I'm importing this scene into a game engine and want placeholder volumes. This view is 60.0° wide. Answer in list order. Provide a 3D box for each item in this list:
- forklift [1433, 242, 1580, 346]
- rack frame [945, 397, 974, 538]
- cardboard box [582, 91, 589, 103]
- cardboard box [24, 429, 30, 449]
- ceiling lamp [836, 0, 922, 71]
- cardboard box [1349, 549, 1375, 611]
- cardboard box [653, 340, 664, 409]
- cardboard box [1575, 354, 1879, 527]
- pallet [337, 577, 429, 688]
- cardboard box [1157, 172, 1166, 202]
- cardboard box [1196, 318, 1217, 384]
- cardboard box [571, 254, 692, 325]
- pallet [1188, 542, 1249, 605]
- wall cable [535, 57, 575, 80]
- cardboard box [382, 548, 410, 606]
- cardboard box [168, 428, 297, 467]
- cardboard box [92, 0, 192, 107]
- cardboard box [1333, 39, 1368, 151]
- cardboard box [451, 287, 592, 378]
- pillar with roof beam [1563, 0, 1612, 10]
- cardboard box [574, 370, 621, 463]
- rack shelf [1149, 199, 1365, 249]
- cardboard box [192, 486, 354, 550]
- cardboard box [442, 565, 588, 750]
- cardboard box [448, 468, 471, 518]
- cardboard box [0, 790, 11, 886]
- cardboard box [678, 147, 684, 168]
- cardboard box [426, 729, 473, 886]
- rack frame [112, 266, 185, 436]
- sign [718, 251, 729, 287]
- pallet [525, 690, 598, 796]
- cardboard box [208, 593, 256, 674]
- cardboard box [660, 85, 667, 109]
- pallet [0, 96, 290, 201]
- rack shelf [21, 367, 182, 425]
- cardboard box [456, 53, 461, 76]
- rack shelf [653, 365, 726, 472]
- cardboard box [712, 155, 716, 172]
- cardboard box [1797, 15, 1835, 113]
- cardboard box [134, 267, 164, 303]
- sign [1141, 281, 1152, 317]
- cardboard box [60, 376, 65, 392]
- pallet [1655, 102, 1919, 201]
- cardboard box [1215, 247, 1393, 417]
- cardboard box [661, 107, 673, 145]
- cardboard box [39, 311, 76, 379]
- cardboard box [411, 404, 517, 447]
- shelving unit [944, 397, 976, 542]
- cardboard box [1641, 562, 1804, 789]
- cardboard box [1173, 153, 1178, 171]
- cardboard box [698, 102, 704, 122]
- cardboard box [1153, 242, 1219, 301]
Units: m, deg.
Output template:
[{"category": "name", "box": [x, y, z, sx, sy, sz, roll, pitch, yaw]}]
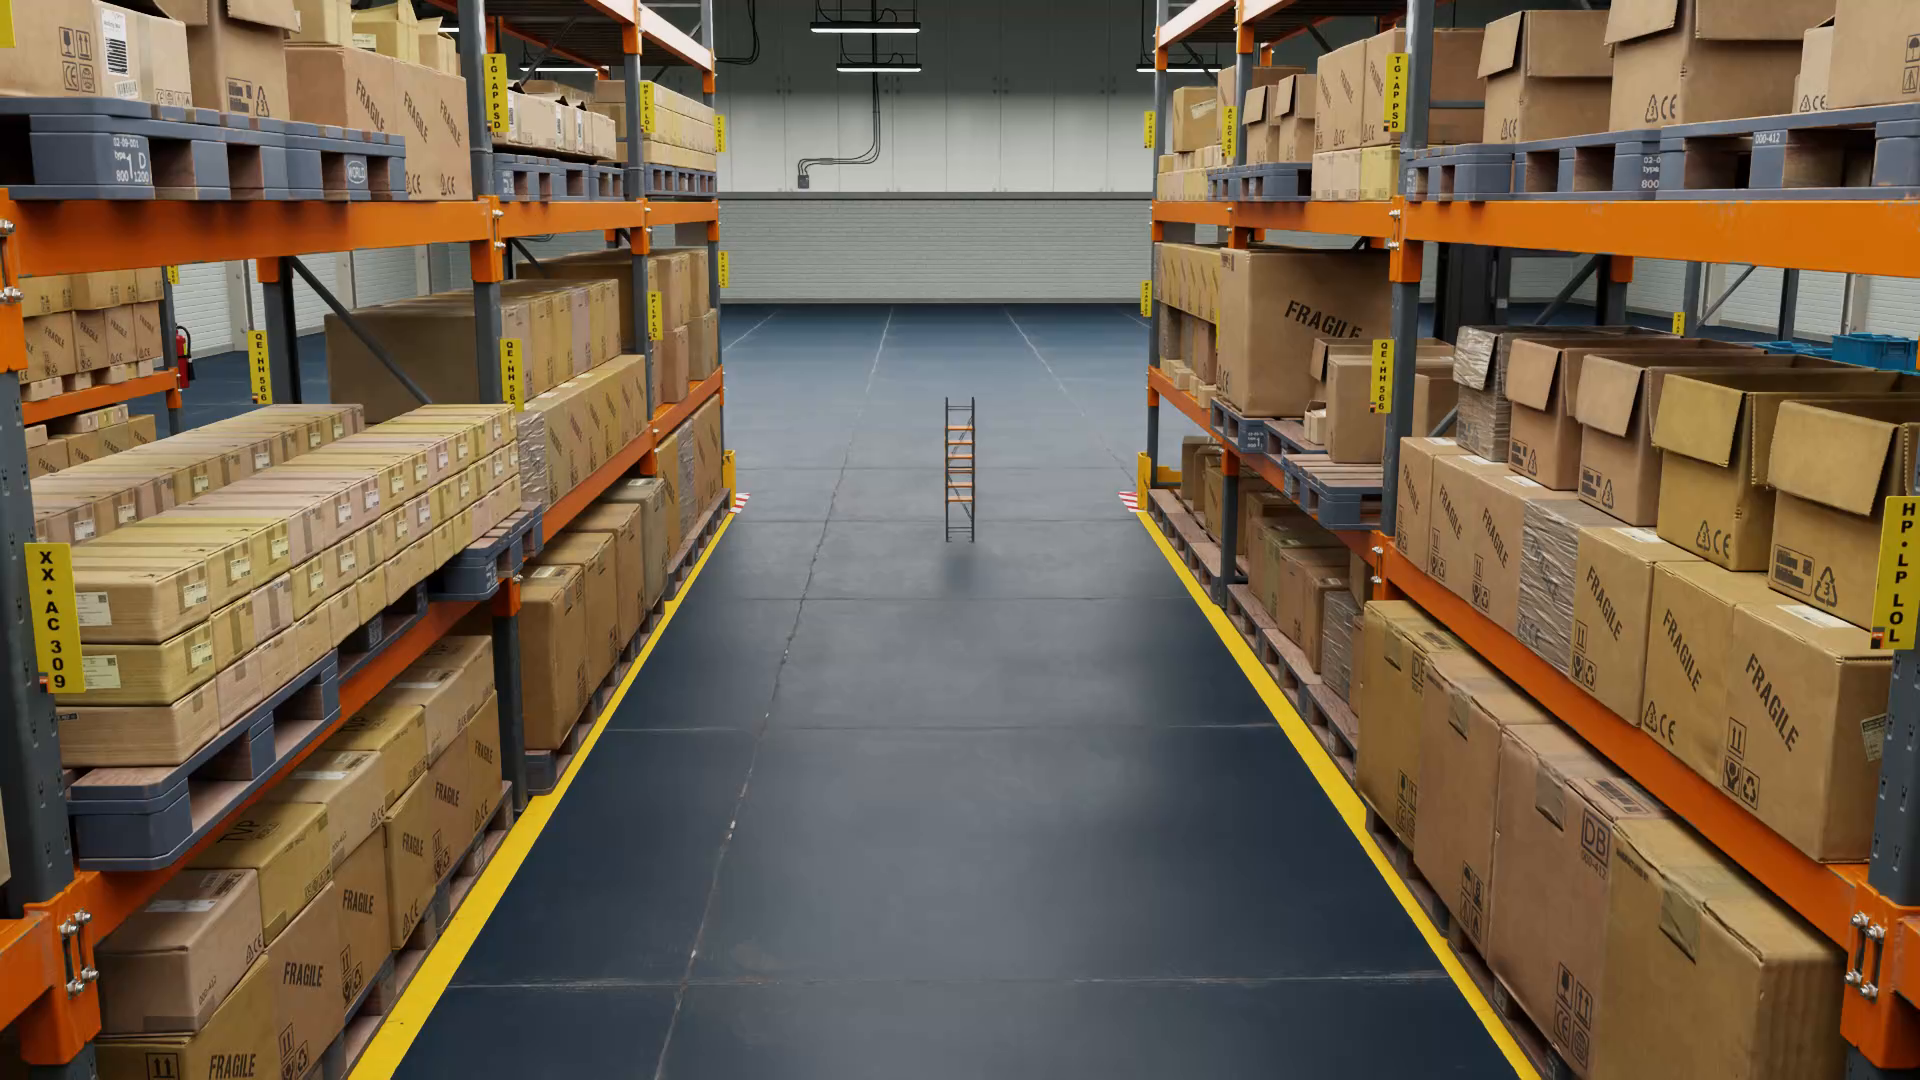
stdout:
[{"category": "forklift", "box": [5.182, -1.783, 15.475, 3.031, 2.935, 1.130, 2, 12, 8]}, {"category": "rack frame", "box": [-0.002, -0.609, 14.044, 0.240, 1.200, 0.006, 0, 11, -1]}, {"category": "cardboard box", "box": [-2.973, -3.261, 12.364, 0.380, 0.149, 0.250, 0, 11, -1]}, {"category": "cardboard box", "box": [-7.269, -0.745, 12.528, 0.380, 0.149, 0.250, 0, 11, 1]}, {"category": "ceiling lamp", "box": [-1.907, -12.633, 39.017, 2.000, 3.185, 0.800, 0, 11, -1]}, {"category": "cardboard box", "box": [2.353, 0.202, 8.811, 0.500, 0.250, 0.500, 1, 12, 5]}, {"category": "cardboard box", "box": [-2.679, -1.252, 12.308, 0.875, 0.550, 0.550, 0, 11, -1]}, {"category": "cardboard box", "box": [2.448, -0.333, 5.384, 0.797, 0.503, 0.637, 0, 11, 1]}, {"category": "pallet", "box": [-2.461, 0.287, 5.584, 1.003, 0.211, 1.213, 0, 11, -1]}, {"category": "cardboard box", "box": [2.005, -3.091, 14.584, 0.500, 0.250, 0.500, 0, 11, 1]}, {"category": "cardboard box", "box": [2.302, -1.479, 12.806, 0.875, 0.500, 0.500, 0, 11, -1]}, {"category": "cardboard box", "box": [-2.619, -1.994, 13.251, 0.875, 0.550, 0.500, 0, 11, -1]}, {"category": "pallet", "box": [2.286, 0.237, 12.359, 1.003, 0.211, 1.213, 0, 11, -1]}, {"category": "wall cable", "box": [-10.158, -12.046, 45.912, 3.097, 2.526, 0.112, 0, 11, -1]}, {"category": "cardboard box", "box": [-2.043, 0.122, 5.490, 0.380, 0.149, 0.250, -1, 11, -4]}, {"category": "cardboard box", "box": [-2.713, -0.327, 6.208, 0.380, 0.149, 0.250, -1, 11, -4]}, {"category": "cardboard box", "box": [-2.268, -1.214, 4.120, 0.500, 0.311, 0.500, 0, 11, -2]}, {"category": "cardboard box", "box": [2.137, -2.161, 8.112, 0.500, 0.500, 0.500, 0, 11, -1]}, {"category": "cardboard box", "box": [-2.586, -1.234, 9.829, 0.700, 0.500, 0.500, 0, 11, -1]}, {"category": "pillar with roof beam", "box": [13.065, -10.603, 43.688, 9.100, 9.000, 0.548, 0, 11, -1]}, {"category": "cardboard box", "box": [-2.326, -0.741, 9.917, 0.500, 0.500, 0.500, 0, 11, -1]}, {"category": "rack shelf", "box": [2.294, -2.511, 13.158, 1.077, 0.370, 4.000, 0, 11, -1]}, {"category": "cardboard box", "box": [-2.031, -0.067, 4.924, 0.380, 0.149, 0.250, 0, 11, -2]}, {"category": "cardboard box", "box": [-2.465, 0.575, 8.285, 1.050, 0.750, 0.750, 0, 11, -2]}, {"category": "cardboard box", "box": [-2.057, -0.178, 6.219, 0.380, 0.149, 0.250, 0, 11, -1]}, {"category": "cardboard box", "box": [-2.168, 0.495, 3.077, 0.500, 0.500, 0.500, 0, 11, -1]}, {"category": "cardboard box", "box": [-2.321, -2.925, 12.710, 0.380, 0.149, 0.250, 0, 11, -1]}, {"category": "cardboard box", "box": [-2.261, 1.051, 6.563, 0.500, 0.500, 0.500, 0, 11, 1]}, {"category": "rack frame", "box": [-7.655, -1.751, 15.144, 1.000, 3.000, 0.127, 0, 11, -1]}, {"category": "sign", "box": [-2.165, -2.474, 15.201, 0.100, 0.325, 0.005, 0, 11, -1]}, {"category": "pallet", "box": [-2.484, 1.009, 8.555, 1.003, 0.211, 1.213, 0, 11, -1]}, {"category": "cardboard box", "box": [-2.016, 0.234, 4.188, 0.380, 0.149, 0.250, 0, 11, -2]}, {"category": "cardboard box", "box": [-2.304, -3.163, 11.881, 0.380, 0.149, 0.250, 0, 11, -2]}, {"category": "pallet", "box": [-2.366, -0.907, 3.912, 1.213, 0.211, 1.003, 0, 11, -1]}, {"category": "rack shelf", "box": [-7.613, -1.000, 13.255, 1.077, 0.370, 4.000, 0, 11, -1]}, {"category": "cardboard box", "box": [-2.859, -2.319, 8.842, 0.500, 0.500, 0.500, 0, 11, -1]}, {"category": "rack shelf", "box": [-2.667, -1.041, 13.455, 1.077, 0.370, 4.000, 0, 11, -1]}, {"category": "cardboard box", "box": [-2.362, -3.328, 14.699, 0.380, 0.149, 0.250, 0, 11, -1]}, {"category": "cardboard box", "box": [2.568, -1.257, 4.332, 0.500, 0.311, 0.500, -1, 11, -3]}, {"category": "cardboard box", "box": [-7.426, -2.335, 14.508, 0.700, 0.500, 0.500, -1, 11, -3]}, {"category": "sign", "box": [1.711, -2.213, 15.247, 0.100, 0.325, 0.005, 0, 11, -1]}, {"category": "cardboard box", "box": [-7.421, -1.250, 13.308, 0.380, 0.149, 0.250, 0, 11, -1]}, {"category": "pallet", "box": [2.433, -0.964, 4.204, 0.805, 0.209, 1.217, -1, 11, -3]}, {"category": "cardboard box", "box": [2.212, -1.337, 10.542, 1.000, 1.000, 1.000, 0, 11, -1]}, {"category": "cardboard box", "box": [-2.367, -2.992, 12.038, 0.500, 0.250, 0.500, 0, 11, -2]}, {"category": "cardboard box", "box": [-7.364, -1.539, 13.100, 0.500, 0.500, 0.500, 0, 11, 0]}, {"category": "cardboard box", "box": [-2.074, -0.479, 6.957, 0.380, 0.149, 0.250, -1, 11, -3]}, {"category": "shelving unit", "box": [0.000, -0.591, 13.954, 0.258, 1.200, 0.189, 0, 11, -1]}, {"category": "cardboard box", "box": [2.215, 0.355, 4.514, 0.500, 0.500, 0.500, 0, 11, 1]}, {"category": "cardboard box", "box": [1.999, -3.171, 13.977, 0.380, 0.149, 0.250, 0, 11, 1]}, {"category": "cardboard box", "box": [-2.346, -3.566, 13.866, 0.380, 0.149, 0.250, 0, 11, 0]}, {"category": "cardboard box", "box": [1.992, -2.366, 14.661, 0.500, 0.500, 0.500, 0, 11, -1]}]
